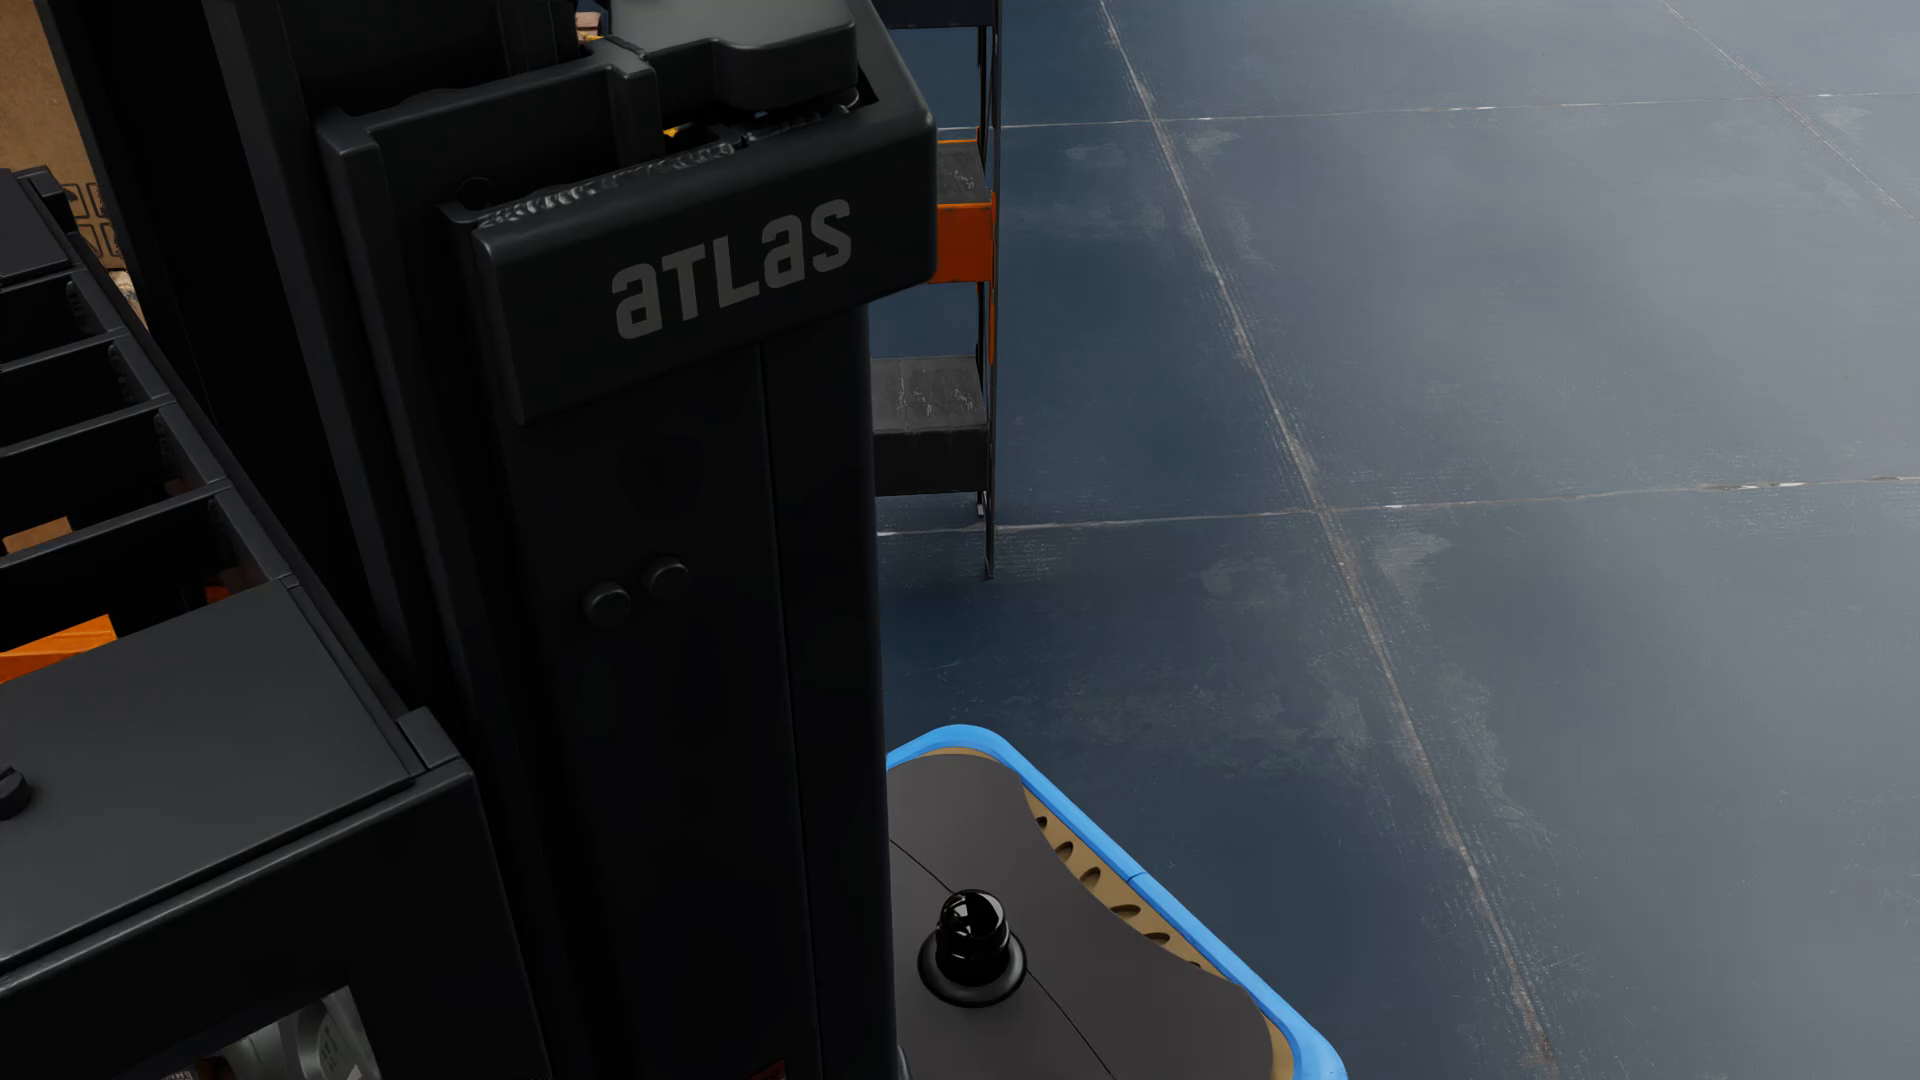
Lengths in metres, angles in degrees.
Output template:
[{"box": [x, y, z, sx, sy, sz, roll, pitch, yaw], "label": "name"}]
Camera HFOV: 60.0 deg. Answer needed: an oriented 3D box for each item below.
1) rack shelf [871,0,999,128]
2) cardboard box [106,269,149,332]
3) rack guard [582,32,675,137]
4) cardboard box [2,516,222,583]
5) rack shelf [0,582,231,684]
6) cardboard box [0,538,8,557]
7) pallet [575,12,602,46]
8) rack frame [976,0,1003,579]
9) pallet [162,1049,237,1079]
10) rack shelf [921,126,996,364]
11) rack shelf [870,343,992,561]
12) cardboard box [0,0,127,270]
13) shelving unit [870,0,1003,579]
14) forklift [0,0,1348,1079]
[{"box": [-0.165, -1.354, 4.163, 0.480, 0.518, 0.431, -3, 38, -4], "label": "rack shelf"}, {"box": [-1.379, -0.459, 2.805, 0.250, 0.149, 0.380, -4, 38, -5], "label": "cardboard box"}, {"box": [-1.522, -2.345, 7.819, 0.348, 0.500, 1.175, -3, 38, -4], "label": "rack guard"}, {"box": [-1.482, -0.325, 3.159, 0.500, 0.500, 0.700, -3, 38, -4], "label": "cardboard box"}, {"box": [-3.008, 0.089, 3.297, 4.000, 0.370, 1.077, -3, 38, -4], "label": "rack shelf"}, {"box": [-2.004, -0.293, 3.119, 0.500, 0.500, 0.700, -2, 38, -3], "label": "cardboard box"}, {"box": [-2.332, -2.190, 7.856, 1.213, 0.211, 1.003, -3, 38, -4], "label": "pallet"}, {"box": [0.078, -0.829, 4.605, 0.015, 2.100, 0.400, -3, 38, -4], "label": "rack frame"}, {"box": [-1.774, 0.859, 3.991, 1.213, 0.211, 1.003, -3, 38, -4], "label": "pallet"}, {"box": [-0.165, -0.805, 4.597, 0.480, 0.518, 0.431, -3, 38, -4], "label": "rack shelf"}, {"box": [-0.165, -0.255, 5.030, 0.480, 0.518, 0.431, -3, 38, -4], "label": "rack shelf"}, {"box": [-1.534, -0.831, 2.754, 0.500, 0.500, 0.700, -3, 38, -4], "label": "cardboard box"}, {"box": [-0.165, -0.815, 4.588, 0.503, 2.100, 0.431, -3, 38, -4], "label": "shelving unit"}, {"box": [-0.876, 0.796, 1.875, 3.031, 2.935, 1.130, -25, 45, -28], "label": "forklift"}]
